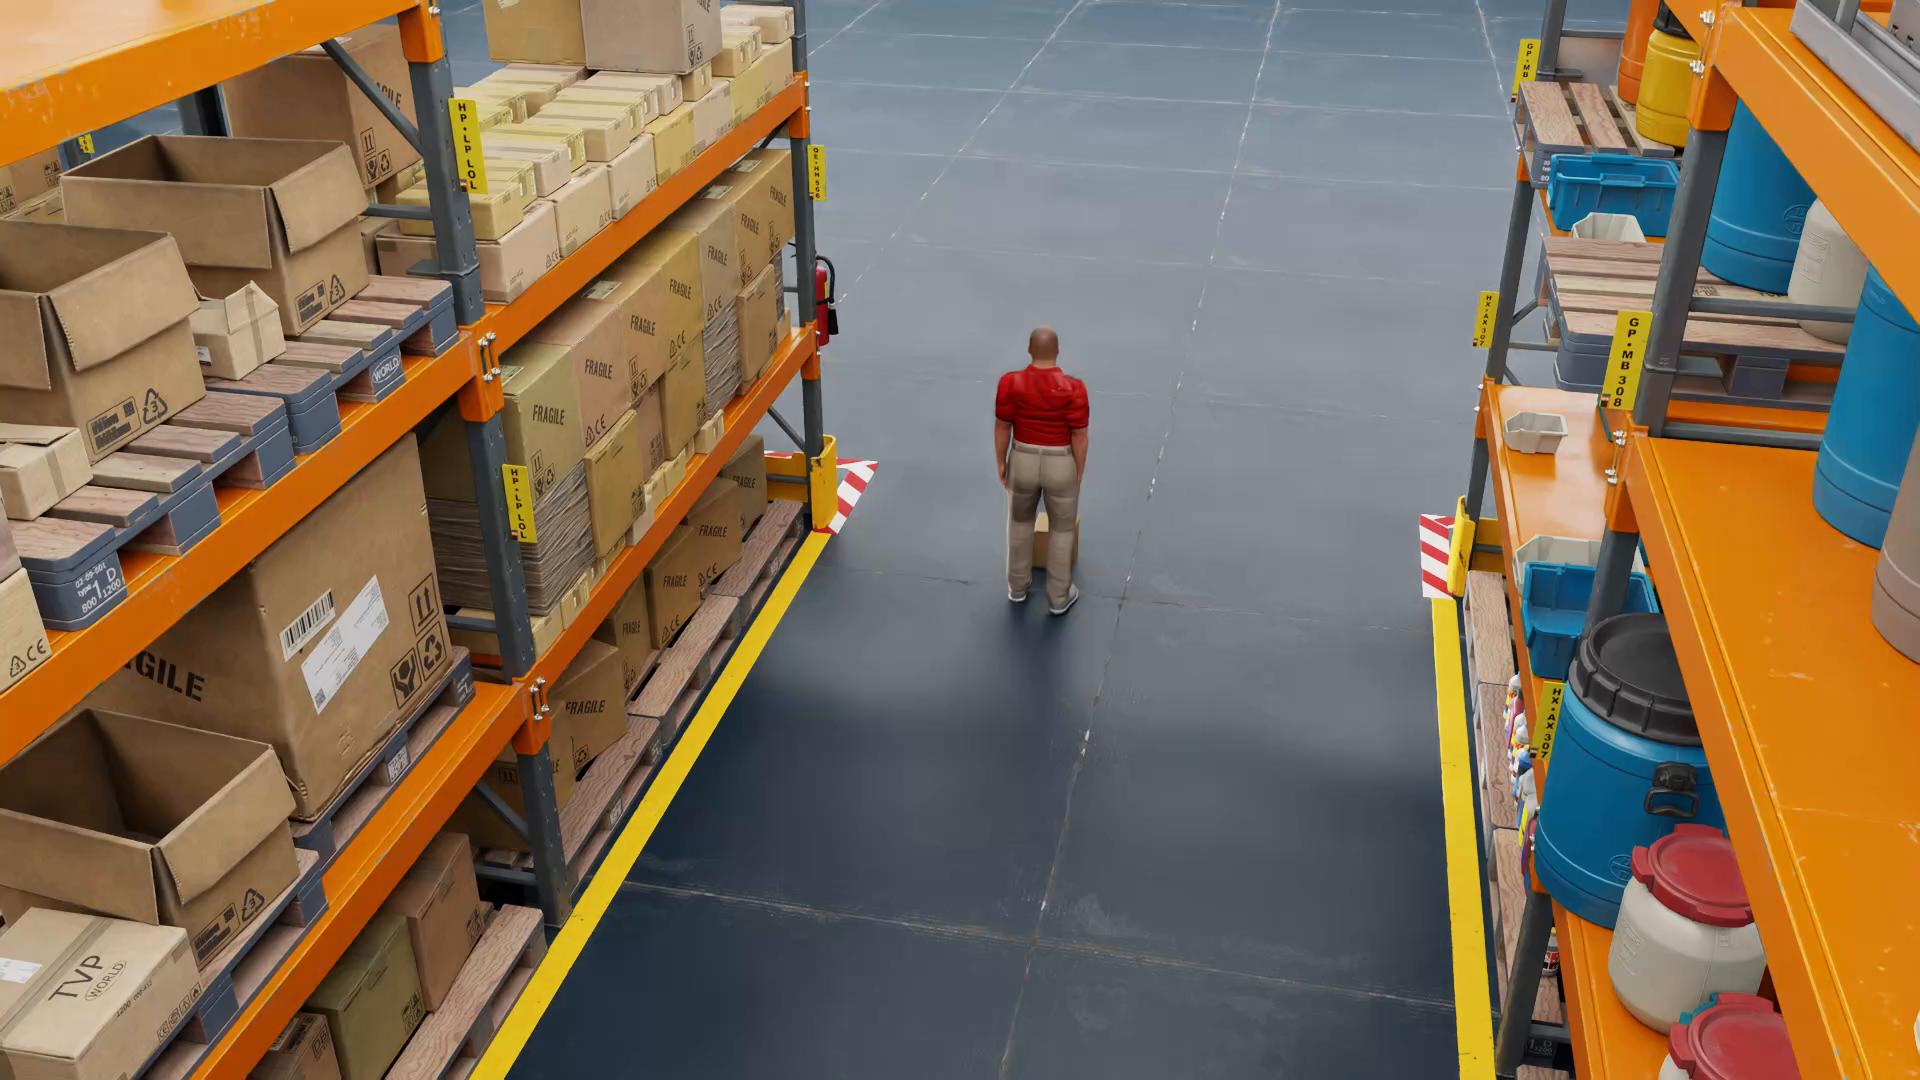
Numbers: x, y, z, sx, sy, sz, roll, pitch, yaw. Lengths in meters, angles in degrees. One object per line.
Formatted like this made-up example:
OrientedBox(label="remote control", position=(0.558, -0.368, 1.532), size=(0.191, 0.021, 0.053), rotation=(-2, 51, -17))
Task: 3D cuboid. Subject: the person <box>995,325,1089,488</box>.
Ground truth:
OrientedBox(label="person", position=(0.464, -0.719, 9.239), size=(0.530, 1.028, 0.337), rotation=(6, 29, 12))
